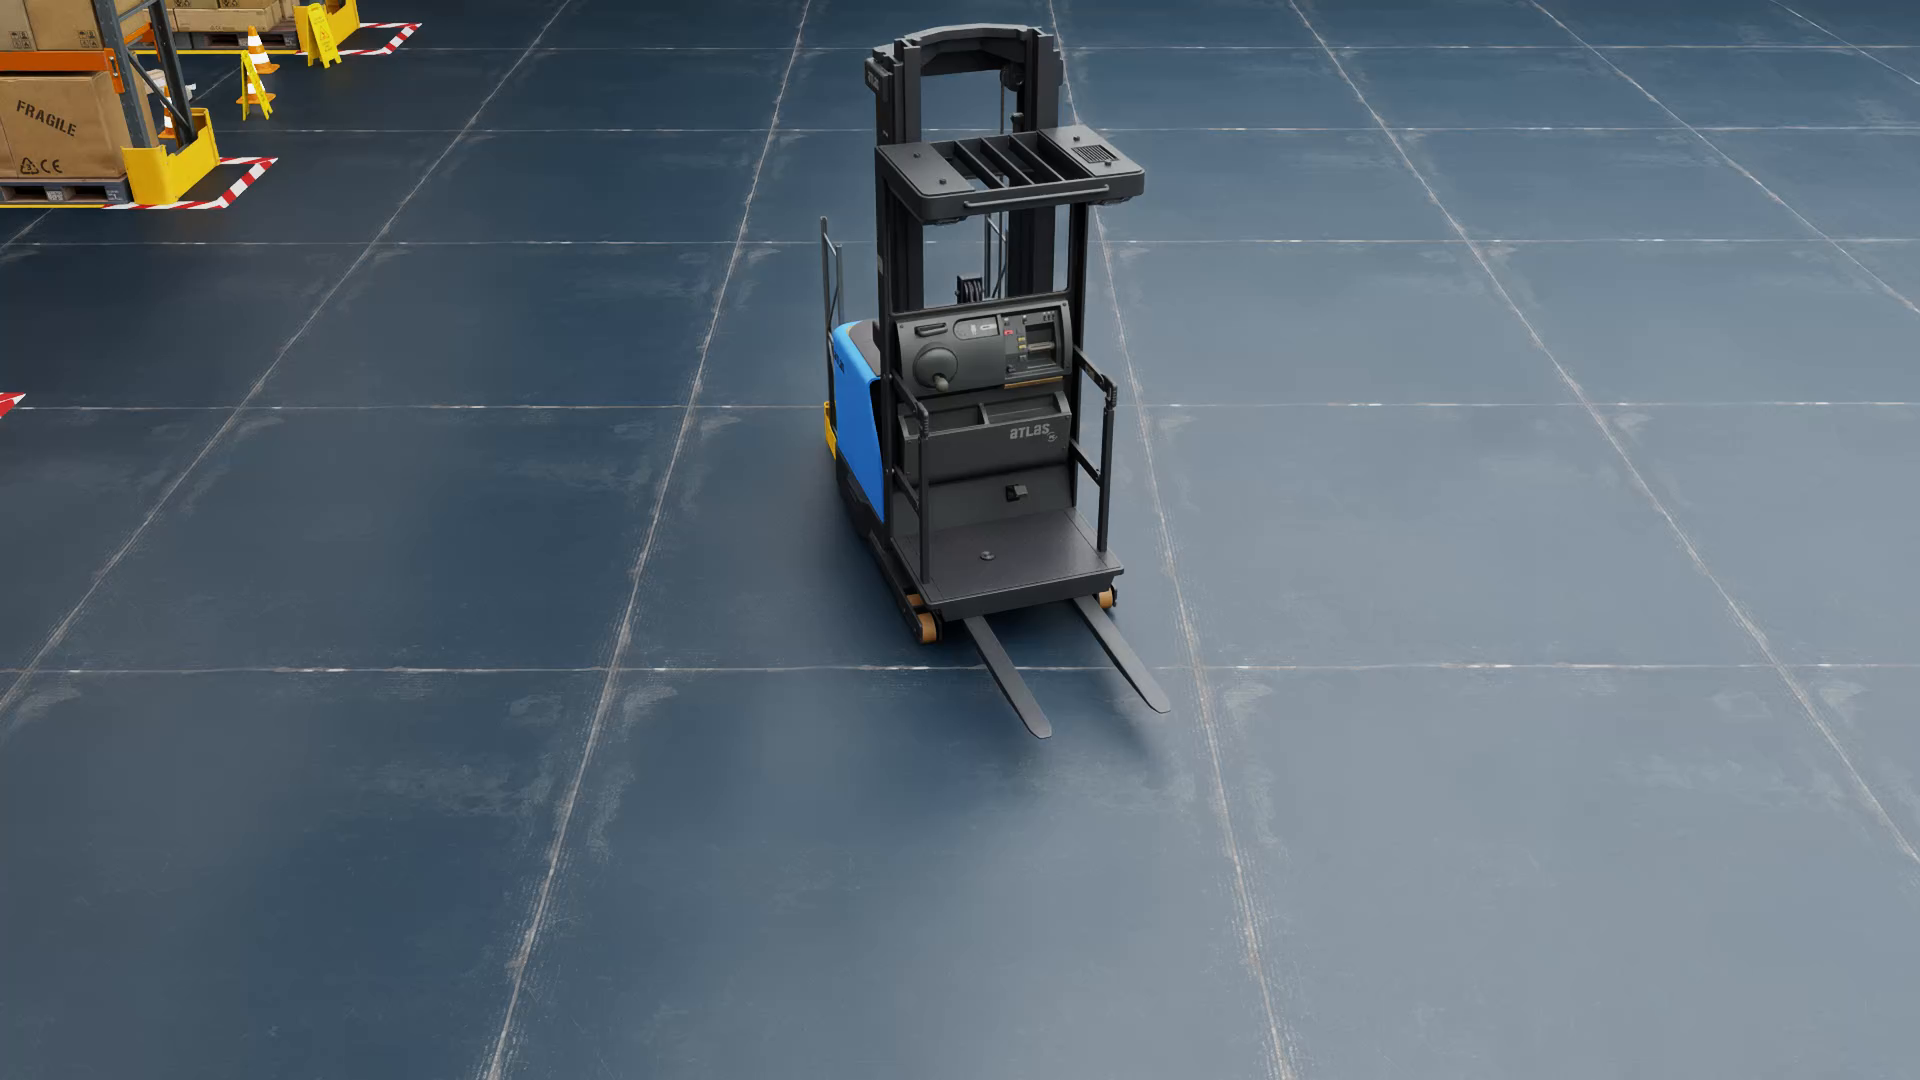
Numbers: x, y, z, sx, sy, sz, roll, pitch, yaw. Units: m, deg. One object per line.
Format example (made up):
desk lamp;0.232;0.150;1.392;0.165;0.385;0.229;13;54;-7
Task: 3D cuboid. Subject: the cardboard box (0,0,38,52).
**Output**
cardboard box;-7.956;-4.518;14.049;0.550;0.550;0.875;0;31;0

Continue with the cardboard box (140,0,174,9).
cardboard box;-8.992;-6.244;18.562;0.500;0.500;0.500;-1;31;-1

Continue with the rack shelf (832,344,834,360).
rack shelf;-0.263;-1.078;10.317;1.000;0.185;0.538;-8;32;-13

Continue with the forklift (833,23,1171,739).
forklift;0.201;-0.943;8.368;1.130;2.935;3.031;-10;33;-16

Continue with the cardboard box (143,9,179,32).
cardboard box;-9.014;-5.919;18.749;0.500;0.250;0.500;-1;31;-2

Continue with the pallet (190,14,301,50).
pallet;-8.055;-5.882;19.131;1.213;0.211;1.003;0;31;0

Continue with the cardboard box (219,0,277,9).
cardboard box;-7.966;-6.246;18.565;0.500;0.500;0.500;0;31;0

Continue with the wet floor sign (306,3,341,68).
wet floor sign;-6.970;-5.498;18.079;0.232;0.644;0.267;10;33;17

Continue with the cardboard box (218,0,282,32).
cardboard box;-7.997;-5.921;18.752;0.500;0.250;0.500;0;31;-1

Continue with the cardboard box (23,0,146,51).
cardboard box;-7.406;-4.531;14.071;0.550;0.550;0.875;0;31;0

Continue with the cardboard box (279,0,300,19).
cardboard box;-7.975;-6.204;19.218;0.500;0.250;0.500;0;31;-1

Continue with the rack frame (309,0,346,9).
rack frame;-7.166;-7.059;18.382;0.127;3.000;1.000;0;31;0

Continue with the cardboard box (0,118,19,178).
cardboard box;-8.593;-3.723;14.526;0.875;0.875;0.875;-1;31;-1

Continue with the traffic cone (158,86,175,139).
traffic cone;-7.575;-4.142;16.020;0.334;0.463;0.336;0;31;0

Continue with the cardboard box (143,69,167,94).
cardboard box;-8.464;-4.788;17.388;0.250;0.149;0.380;16;35;25

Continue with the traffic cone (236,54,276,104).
traffic cone;-7.242;-4.729;16.988;0.334;0.463;0.336;0;31;0

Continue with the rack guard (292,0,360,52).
rack guard;-7.242;-5.990;19.030;0.348;0.500;1.175;0;31;0

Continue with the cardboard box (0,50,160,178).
cardboard box;-7.713;-3.726;14.533;0.875;0.875;0.875;0;31;0

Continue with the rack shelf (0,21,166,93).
rack shelf;-9.035;-4.178;14.327;4.000;0.370;1.077;0;31;0

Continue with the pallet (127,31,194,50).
pallet;-9.272;-5.880;19.127;1.213;0.211;1.003;0;31;0

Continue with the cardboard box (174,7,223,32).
cardboard box;-8.491;-5.923;18.756;0.500;0.250;0.500;0;31;0

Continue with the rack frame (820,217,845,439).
rack frame;-0.755;-1.164;10.111;0.032;1.500;0.500;-8;32;-13

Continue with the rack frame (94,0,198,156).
rack frame;-7.035;-4.492;14.150;0.127;3.000;1.000;0;31;0

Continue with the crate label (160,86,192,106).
crate label;-8.028;-4.555;17.015;0.298;0.136;0.250;-17;35;-26

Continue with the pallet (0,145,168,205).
pallet;-7.834;-3.256;14.803;1.213;0.211;1.003;0;31;0

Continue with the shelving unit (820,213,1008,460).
shelving unit;-0.272;-1.230;10.221;1.083;1.500;0.587;-8;32;-13

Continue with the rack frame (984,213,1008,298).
rack frame;0.228;-1.300;10.335;0.032;1.500;0.500;-8;32;-13

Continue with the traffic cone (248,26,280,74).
traffic cone;-7.588;-5.304;17.935;0.334;0.463;0.336;0;31;0

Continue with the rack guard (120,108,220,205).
rack guard;-7.011;-3.423;14.799;0.348;0.500;1.175;0;31;0

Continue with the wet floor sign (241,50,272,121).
wet floor sign;-7.018;-4.512;16.454;0.232;0.644;0.267;-5;32;-9

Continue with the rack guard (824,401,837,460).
rack guard;-0.753;-0.629;10.436;0.087;0.250;0.587;-8;32;-13

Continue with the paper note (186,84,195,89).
paper note;-8.099;-4.754;17.445;0.142;0.019;0.148;-11;33;-17

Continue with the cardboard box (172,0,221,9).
cardboard box;-8.488;-6.242;18.559;0.500;0.500;0.500;1;31;2
